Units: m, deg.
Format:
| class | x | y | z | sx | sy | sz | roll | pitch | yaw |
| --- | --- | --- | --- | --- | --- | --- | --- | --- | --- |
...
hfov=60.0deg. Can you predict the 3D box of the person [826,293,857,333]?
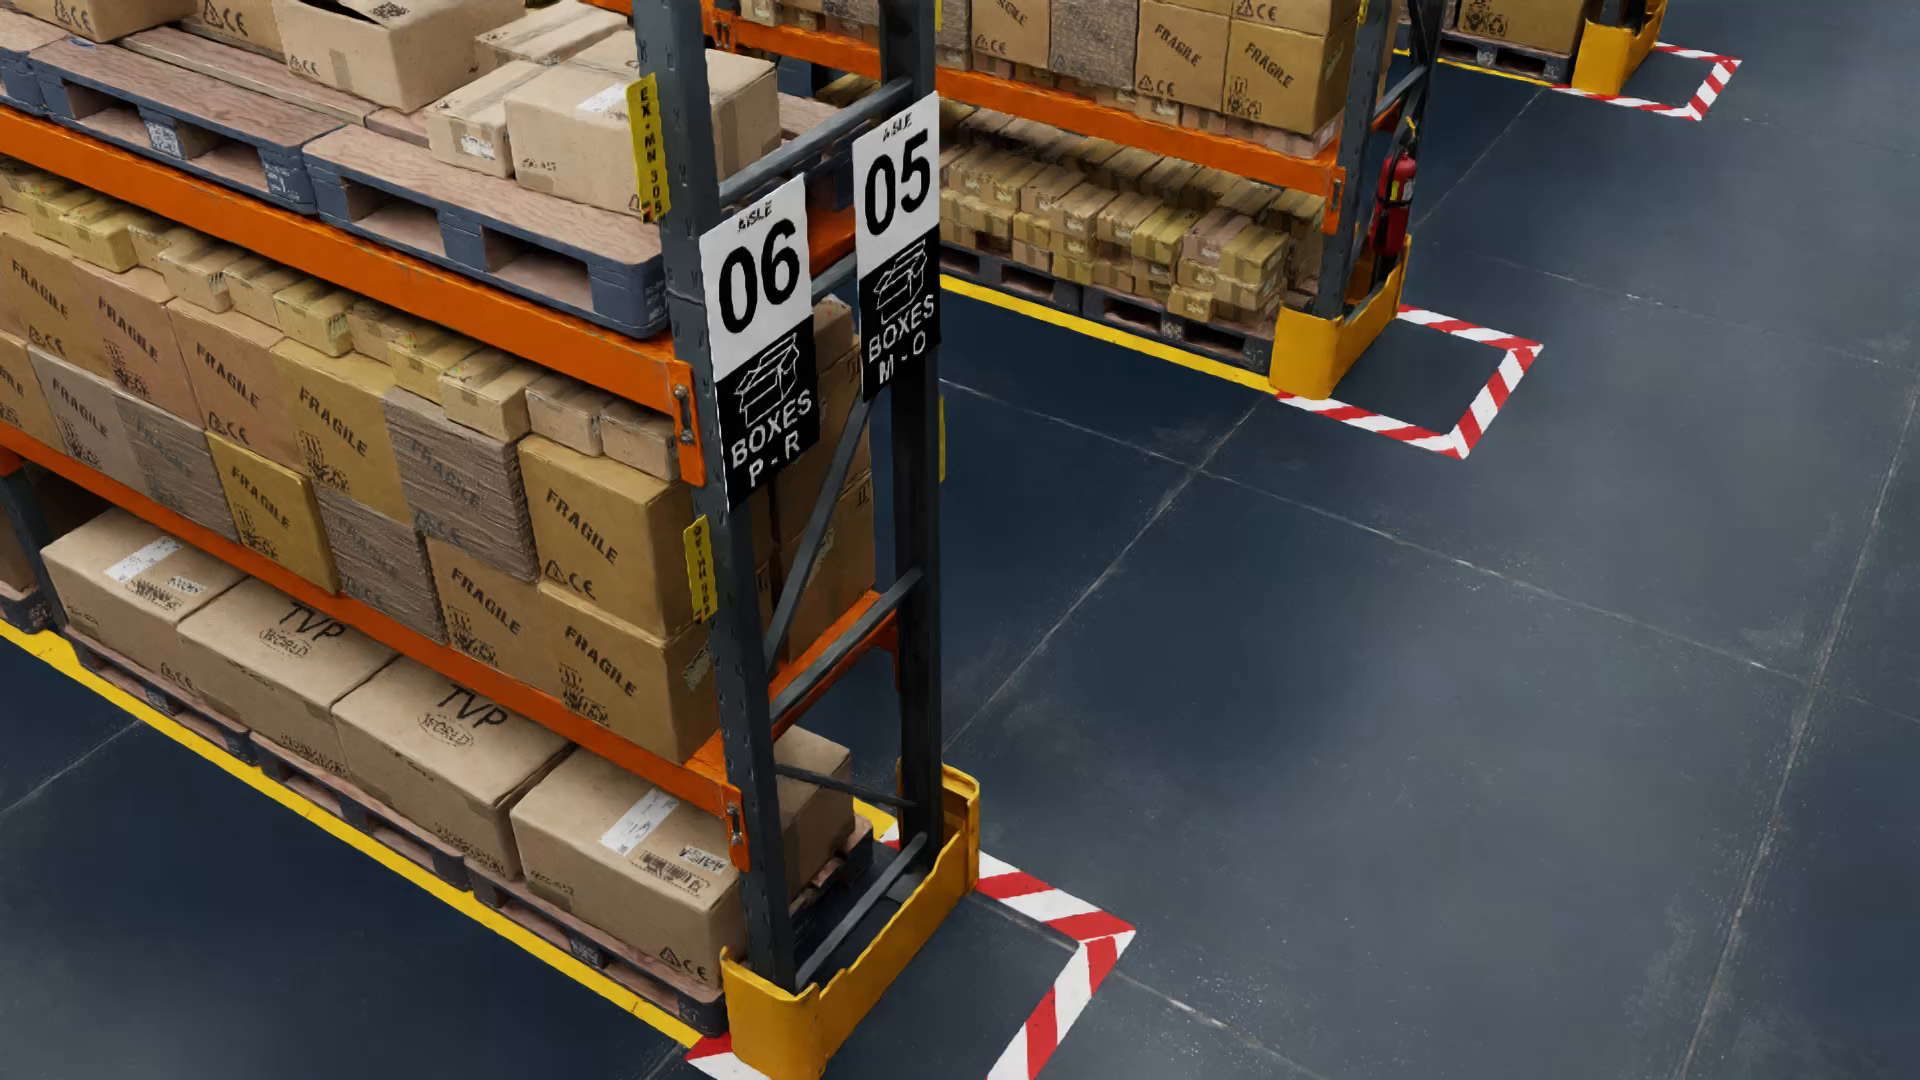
| class | x | y | z | sx | sy | sz | roll | pitch | yaw |
| --- | --- | --- | --- | --- | --- | --- | --- | --- | --- |
| person | -0.659 | -0.290 | 7.061 | 0.679 | 1.794 | 0.640 | 22 | 43 | 26 |
